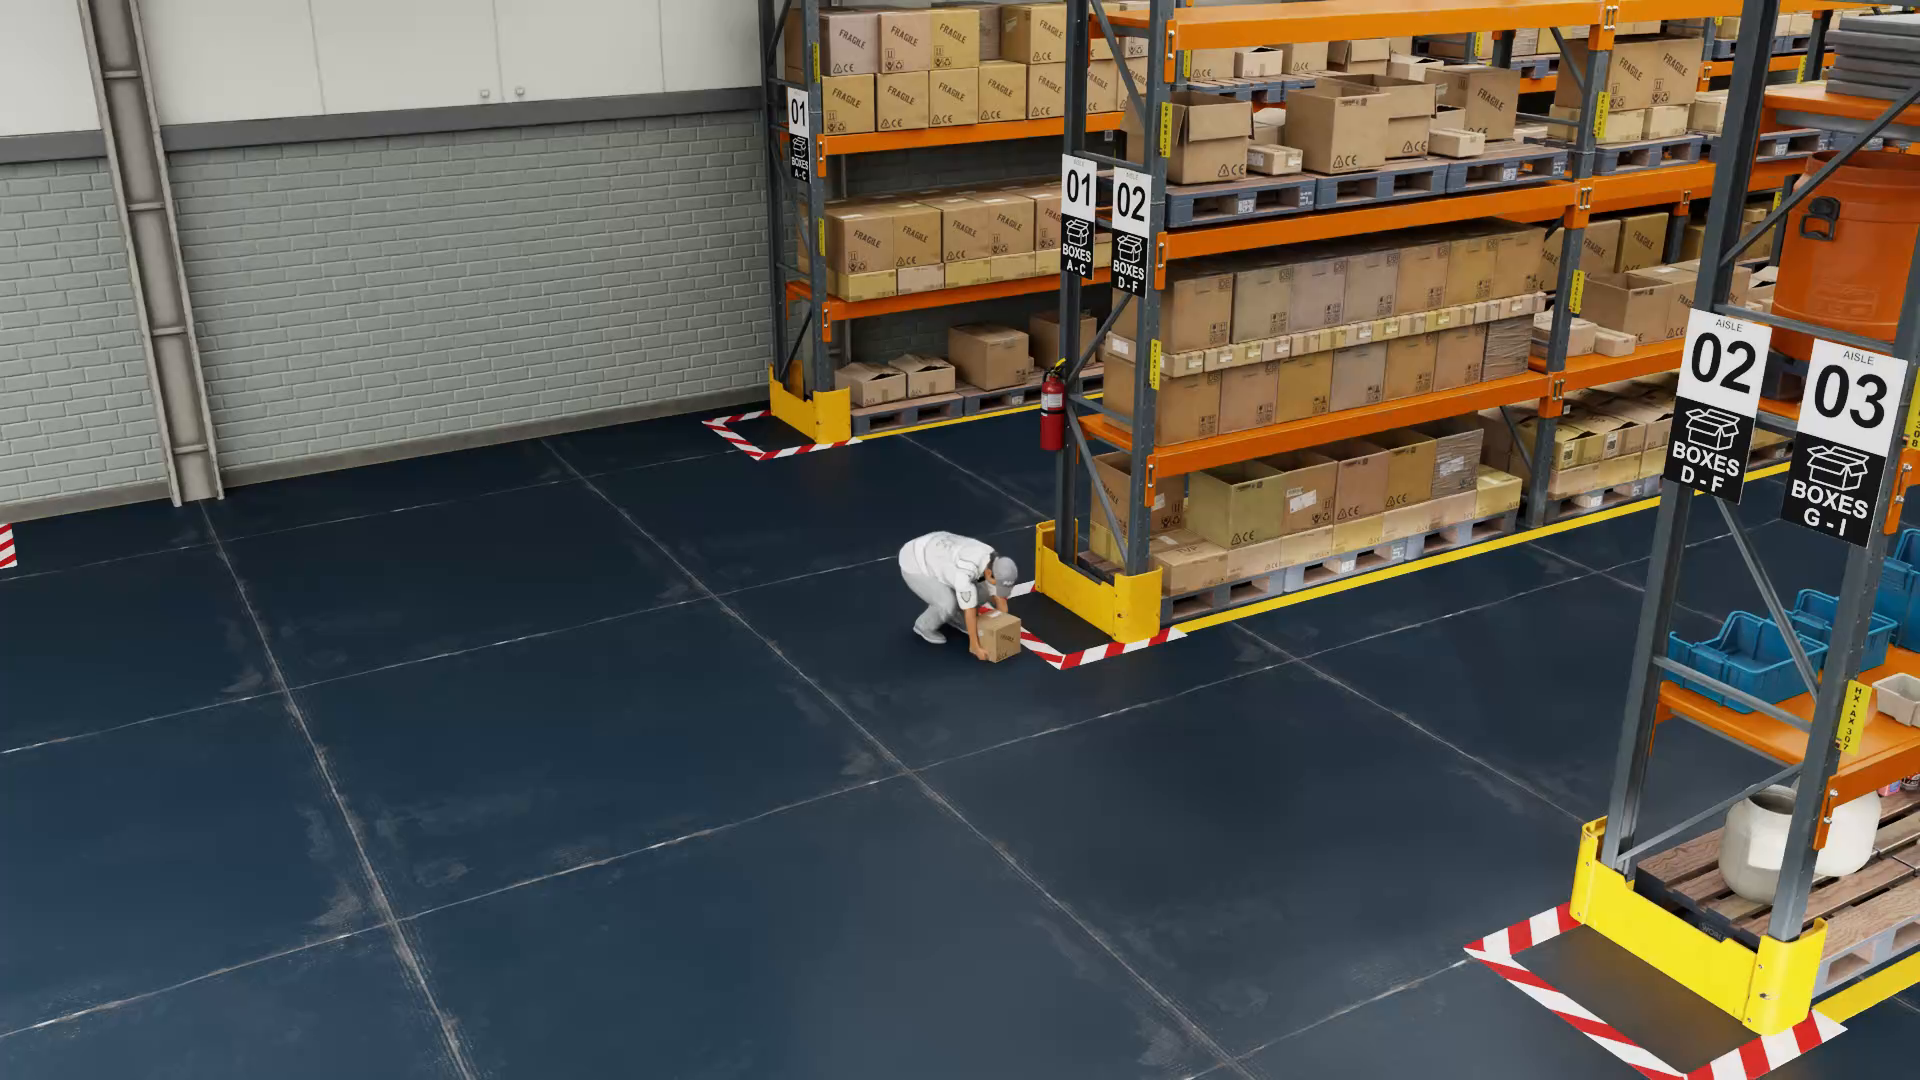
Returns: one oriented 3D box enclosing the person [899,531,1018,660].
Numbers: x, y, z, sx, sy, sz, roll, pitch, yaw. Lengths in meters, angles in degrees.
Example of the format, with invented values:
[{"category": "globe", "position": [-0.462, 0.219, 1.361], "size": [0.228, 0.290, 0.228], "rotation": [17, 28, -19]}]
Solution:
[{"category": "person", "position": [0.003, 0.352, 11.475], "size": [0.934, 0.753, 0.496], "rotation": [20, 29, 40]}]
